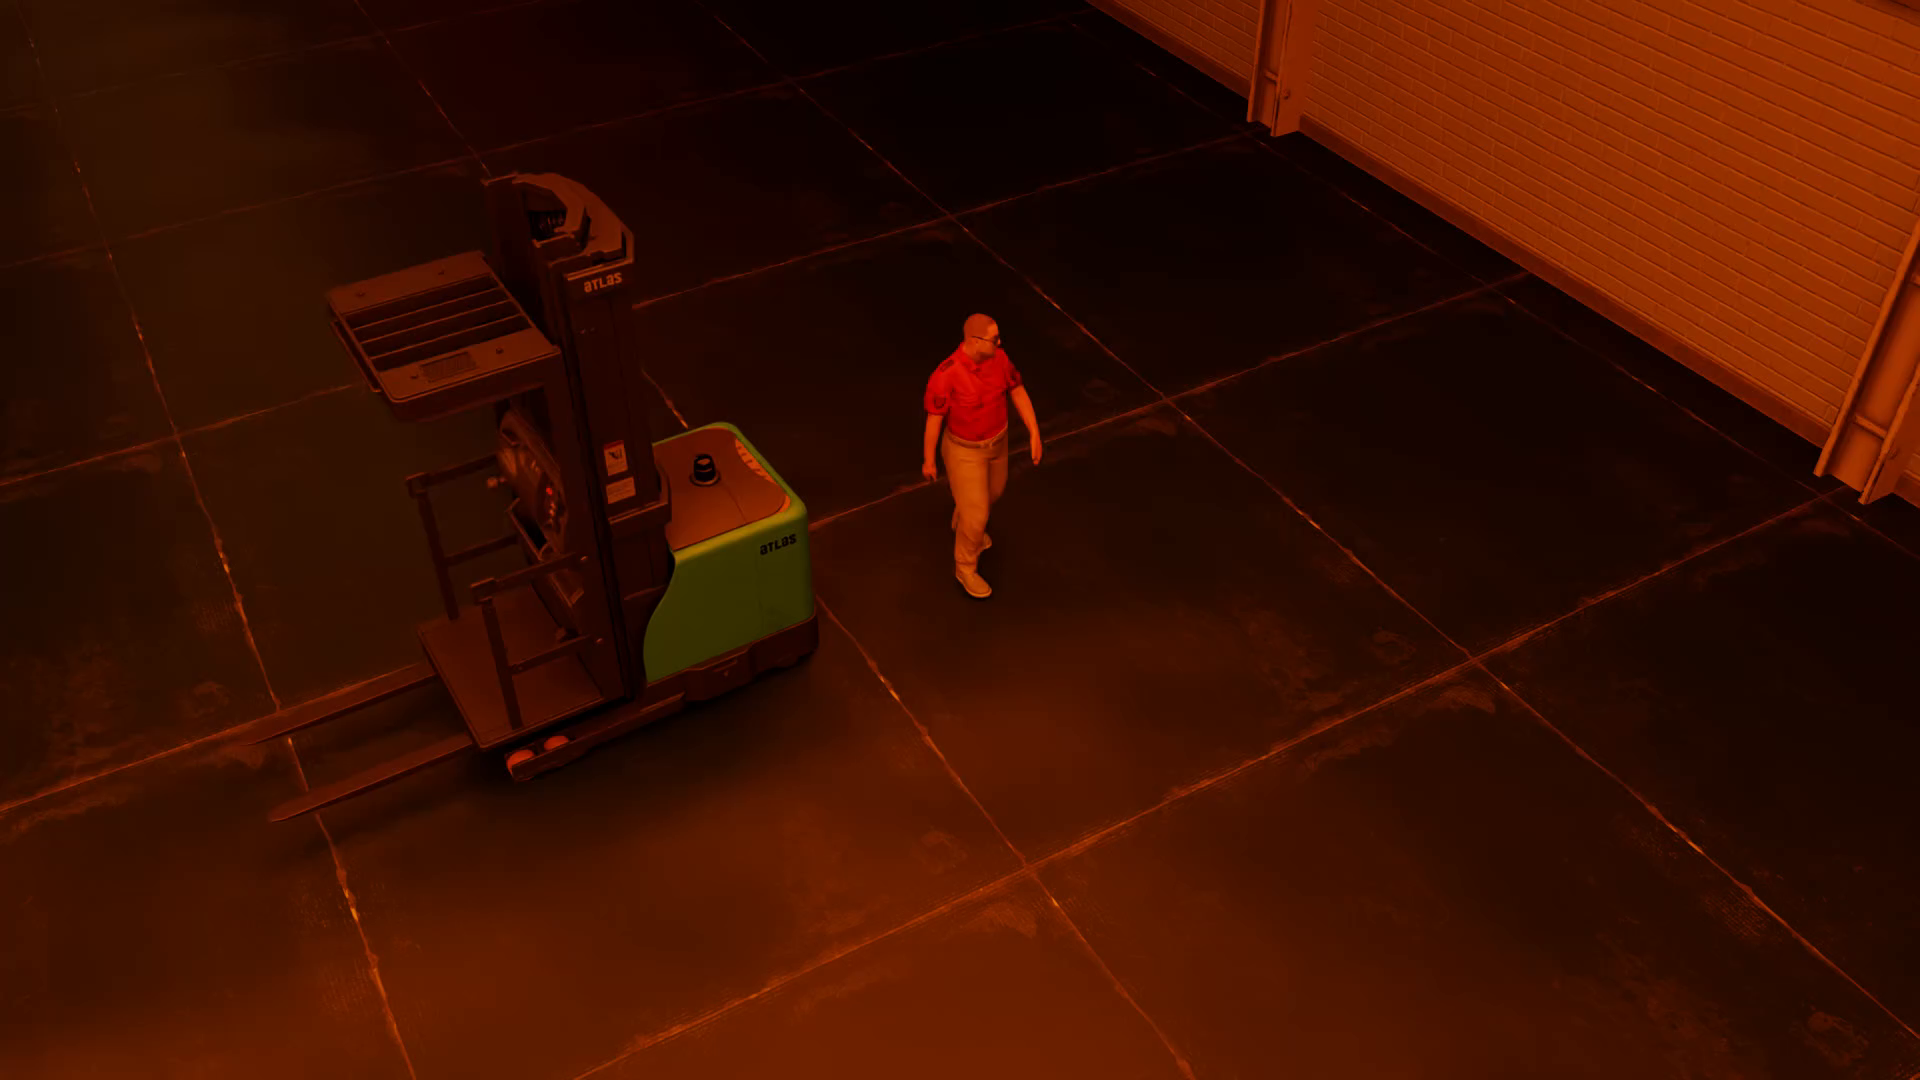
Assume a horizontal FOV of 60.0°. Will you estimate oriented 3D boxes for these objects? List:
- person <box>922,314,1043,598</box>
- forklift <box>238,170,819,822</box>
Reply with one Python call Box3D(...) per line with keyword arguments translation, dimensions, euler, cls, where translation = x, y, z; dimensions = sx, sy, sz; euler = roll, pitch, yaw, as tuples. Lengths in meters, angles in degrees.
Box3D(translation=(0.107, -0.533, 9.664), dimensions=(0.663, 1.681, 0.667), euler=(32, 49, 33), cls="person")
Box3D(translation=(-2.328, -0.242, 8.328), dimensions=(3.031, 2.935, 1.130), euler=(-22, 44, -24), cls="forklift")
